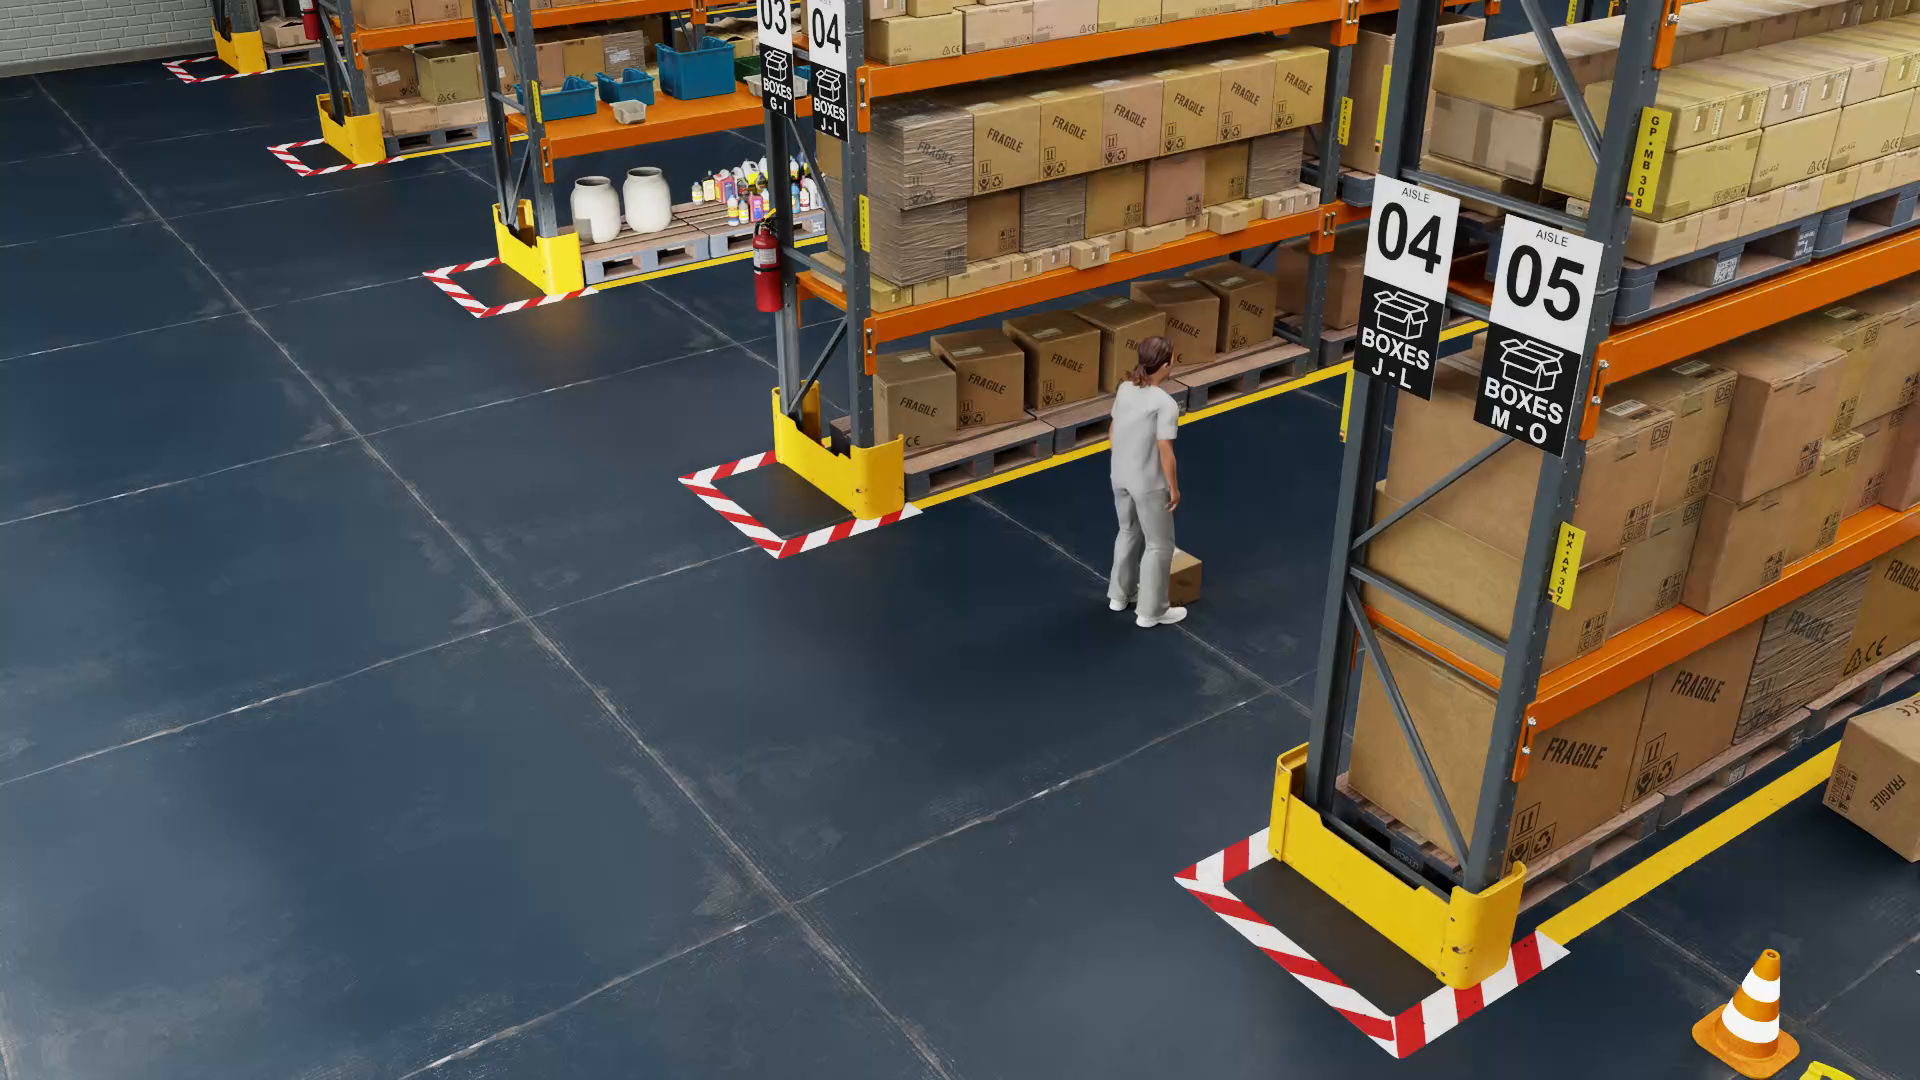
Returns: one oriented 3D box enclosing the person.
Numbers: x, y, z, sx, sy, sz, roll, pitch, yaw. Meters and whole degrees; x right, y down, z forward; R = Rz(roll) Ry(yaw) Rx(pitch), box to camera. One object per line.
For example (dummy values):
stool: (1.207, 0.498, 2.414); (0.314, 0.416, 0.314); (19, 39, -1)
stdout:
person: (1.030, -0.328, 9.227); (0.361, 1.671, 0.501); (-21, 35, -33)
